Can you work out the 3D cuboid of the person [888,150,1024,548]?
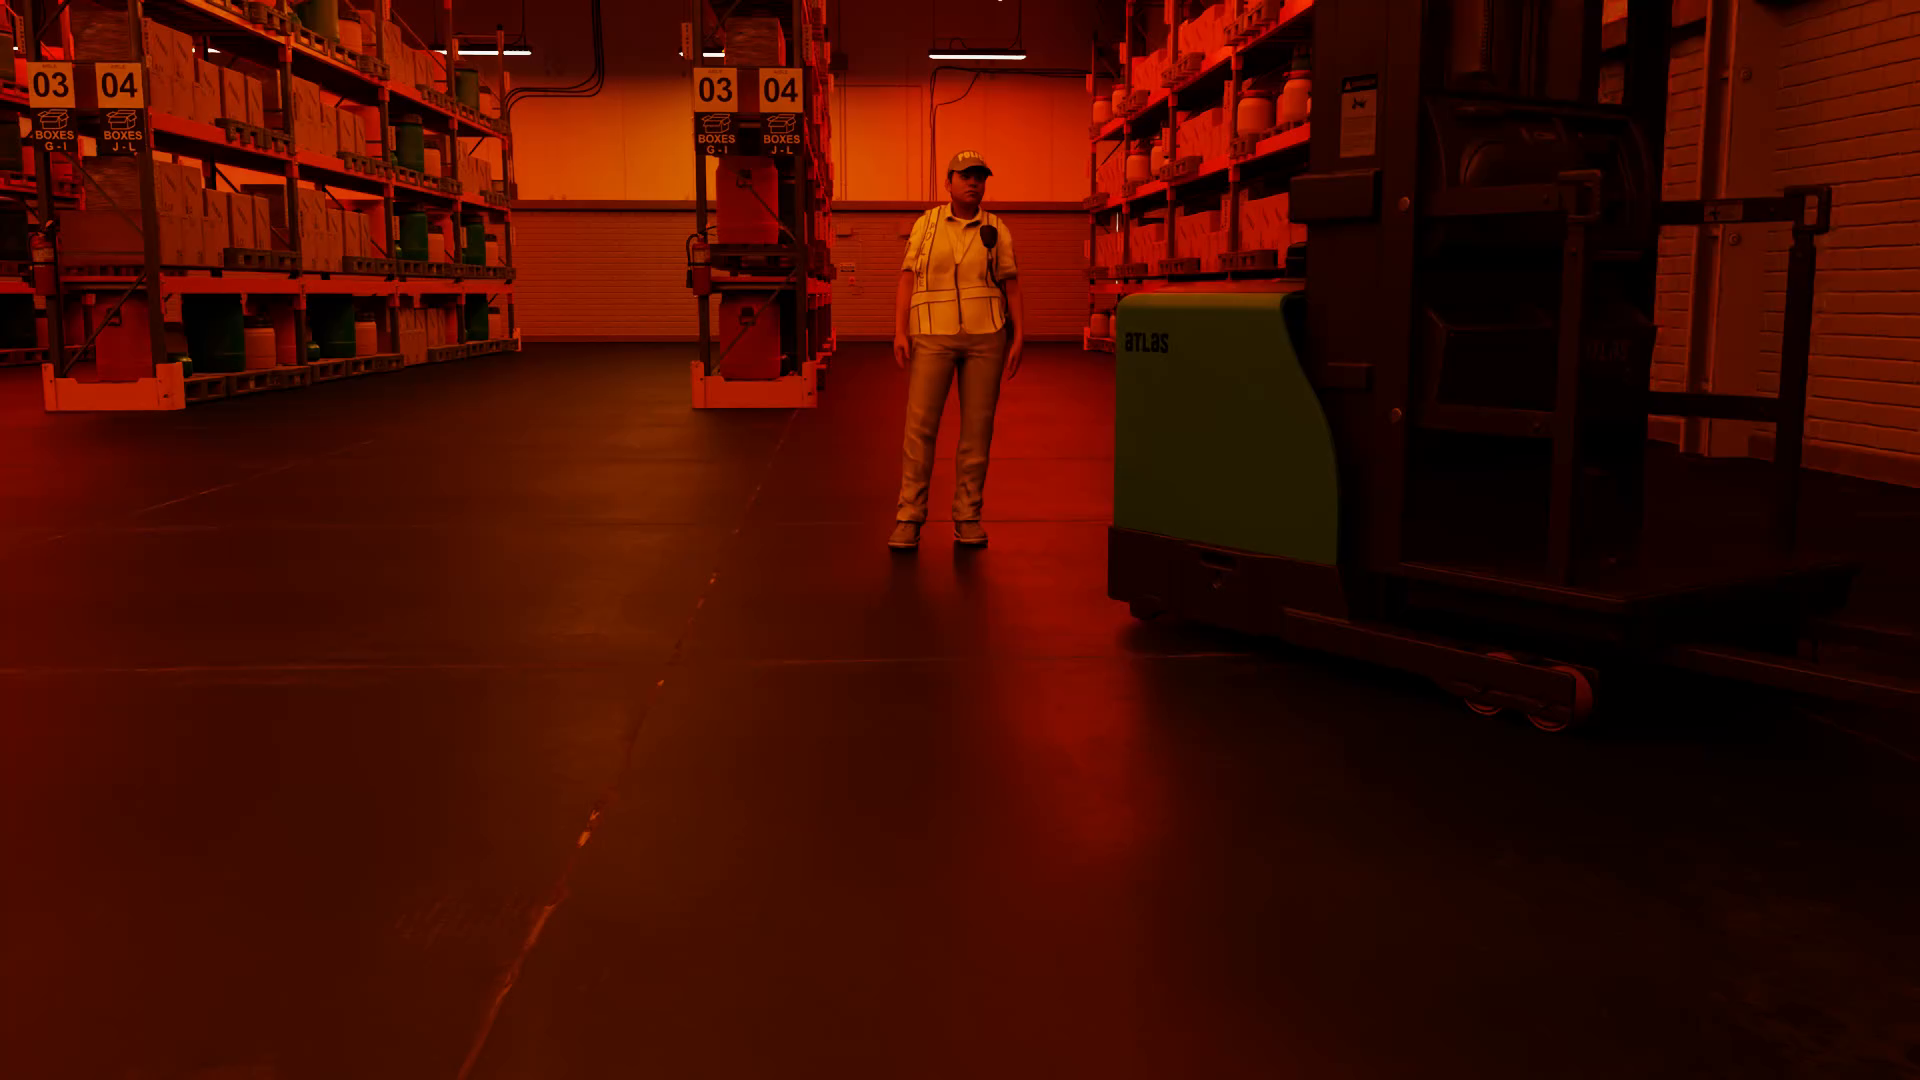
[{"bbox_3d":[-0.018,-0.821,7.109,0.598,1.670,0.529,-1,8,-4],"label":"person"}]

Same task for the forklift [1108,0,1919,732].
[{"bbox_3d":[1.738,-1.054,4.429,1.130,2.935,3.031,-6,10,-34],"label":"forklift"}]
